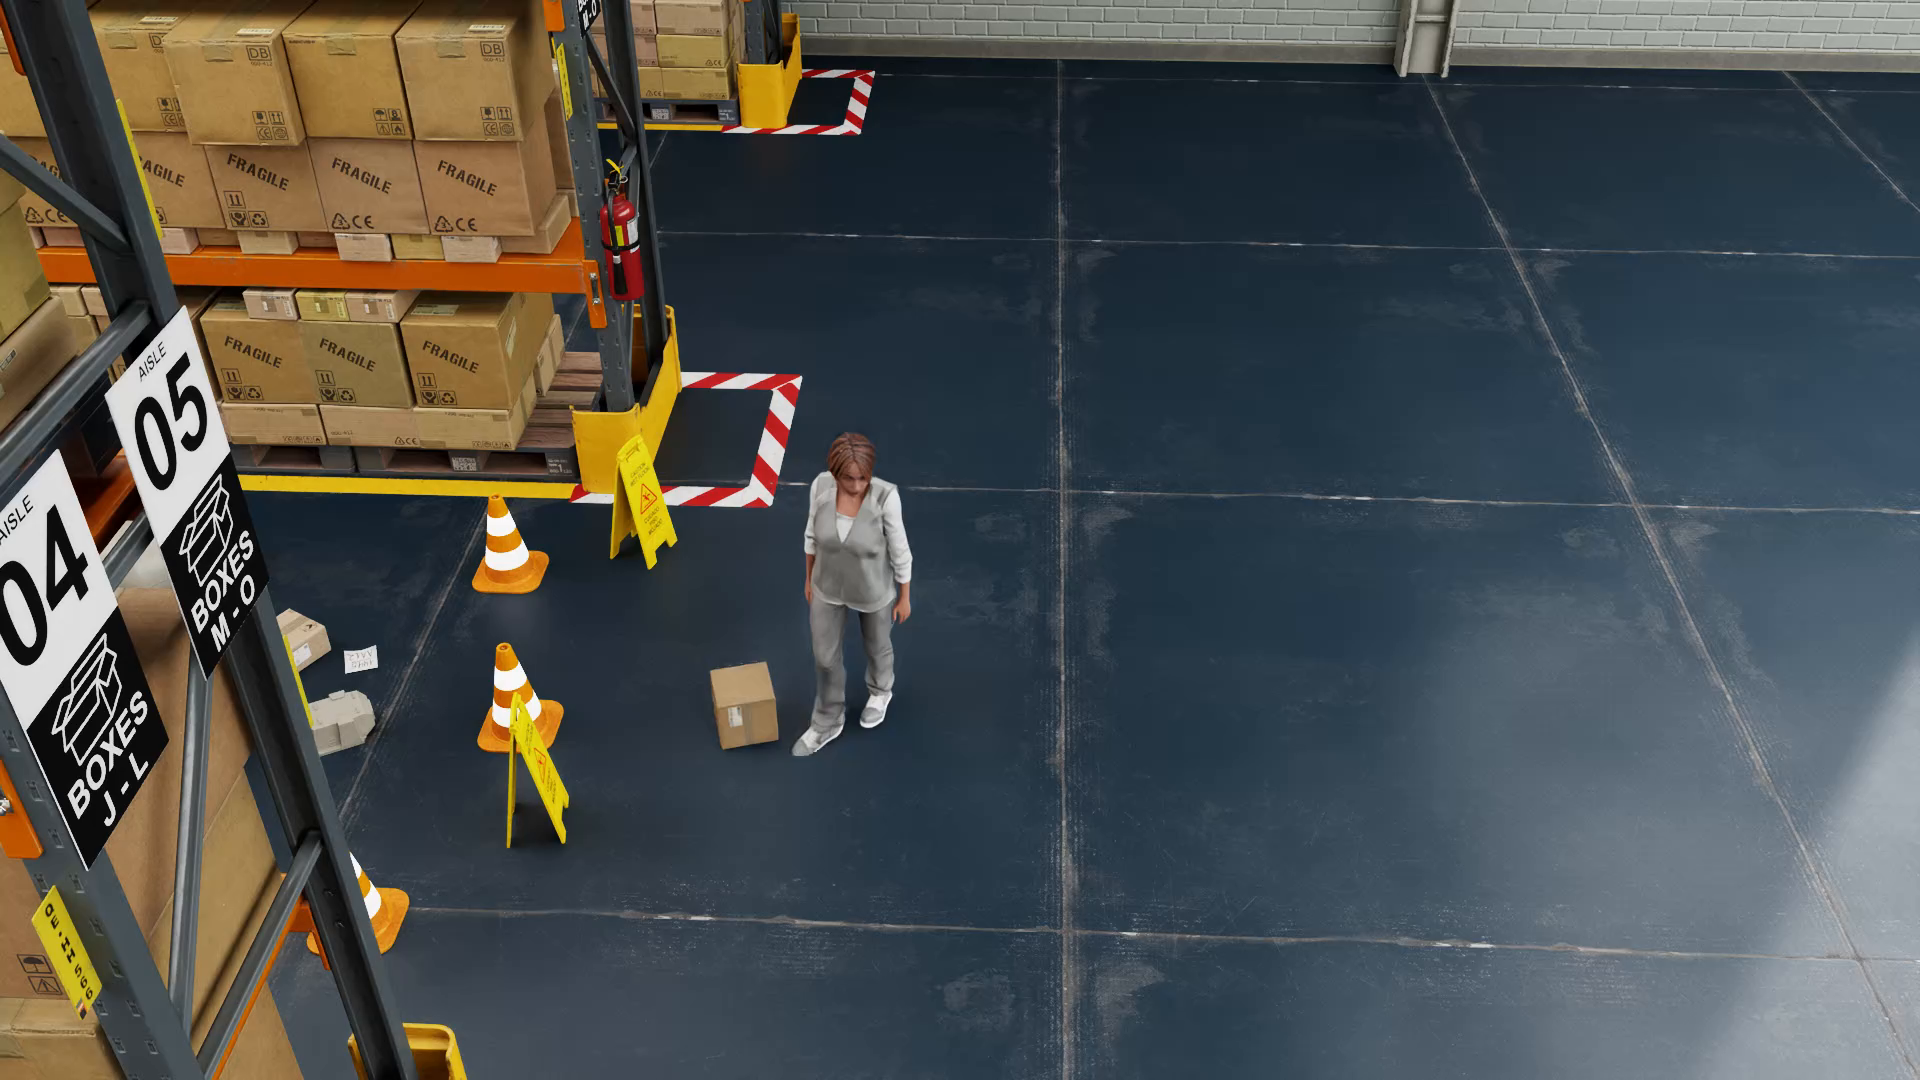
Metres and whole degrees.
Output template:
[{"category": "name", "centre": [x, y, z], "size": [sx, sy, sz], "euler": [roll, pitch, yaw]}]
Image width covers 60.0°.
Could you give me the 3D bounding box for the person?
[{"category": "person", "centre": [-0.438, 0.195, 6.877], "size": [0.530, 1.631, 0.487], "euler": [7, 37, 9]}]
